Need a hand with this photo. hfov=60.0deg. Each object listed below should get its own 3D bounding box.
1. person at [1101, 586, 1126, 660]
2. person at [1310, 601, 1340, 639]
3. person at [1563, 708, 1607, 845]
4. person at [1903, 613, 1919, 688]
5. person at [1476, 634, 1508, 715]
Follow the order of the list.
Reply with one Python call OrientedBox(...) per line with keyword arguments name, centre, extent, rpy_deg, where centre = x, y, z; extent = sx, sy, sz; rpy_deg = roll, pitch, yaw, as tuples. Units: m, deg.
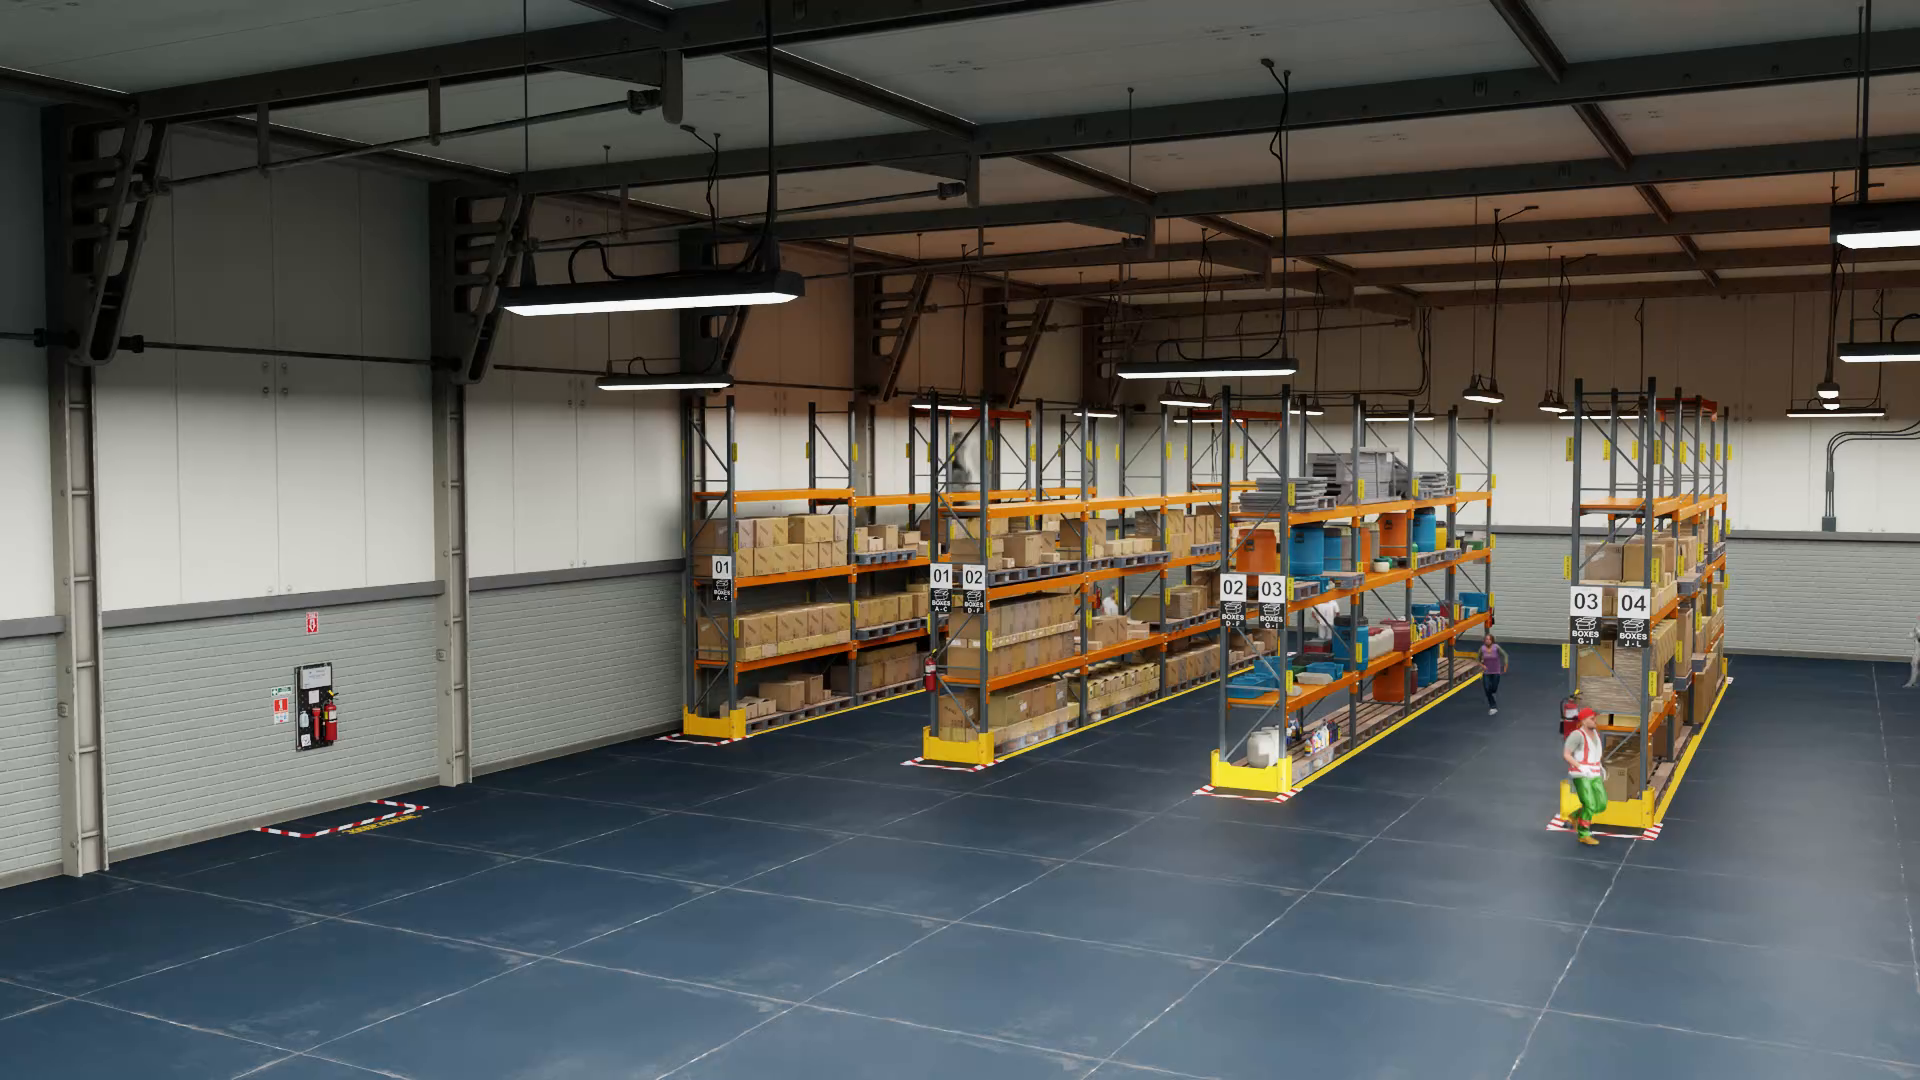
OrientedBox(name="person", centre=(3.692, 2.017, 40.254), extent=(0.633, 1.814, 0.735), rpy_deg=(1, 3, 14))
OrientedBox(name="person", centre=(8.800, 2.041, 40.053), extent=(0.703, 1.723, 0.587), rpy_deg=(1, 3, 10))
OrientedBox(name="person", centre=(7.972, 3.008, 21.262), extent=(0.663, 1.744, 0.597), rpy_deg=(-2, 3, -30))
OrientedBox(name="person", centre=(20.442, 2.309, 35.211), extent=(0.775, 1.729, 0.635), rpy_deg=(1, 3, 20))
OrientedBox(name="person", centre=(10.182, 2.570, 31.852), extent=(0.578, 1.552, 0.635), rpy_deg=(1, 3, 23))
